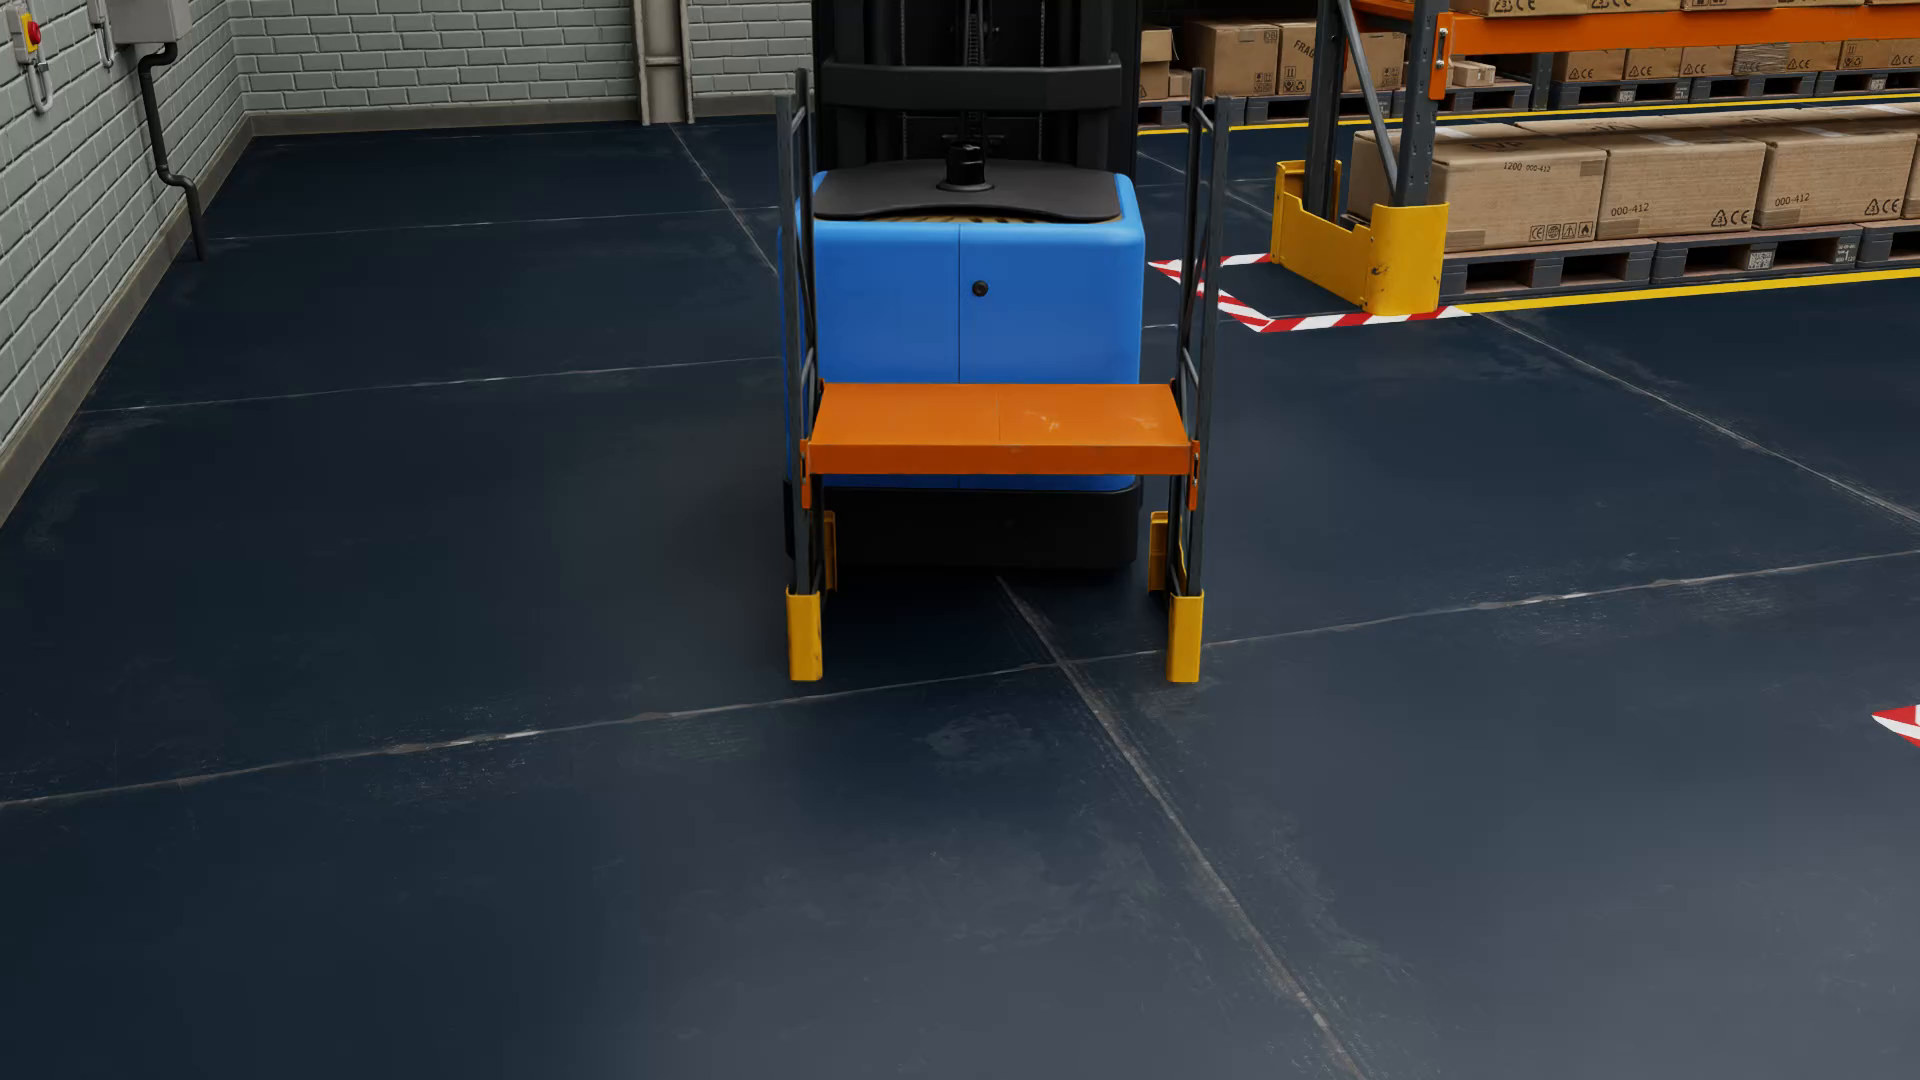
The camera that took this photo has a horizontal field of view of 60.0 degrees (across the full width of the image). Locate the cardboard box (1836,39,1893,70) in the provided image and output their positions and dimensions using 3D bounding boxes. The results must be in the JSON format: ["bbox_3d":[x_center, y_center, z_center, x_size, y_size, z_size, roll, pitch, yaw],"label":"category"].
[{"bbox_3d":[7.463,-4.247,13.982,0.500,0.500,0.500,-7,24,-15],"label":"cardboard box"}]

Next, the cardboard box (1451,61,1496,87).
[{"bbox_3d":[3.989,-3.665,13.070,0.250,0.149,0.380,-7,24,-16],"label":"cardboard box"}]

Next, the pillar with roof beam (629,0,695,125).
[{"bbox_3d":[-1.082,-5.704,7.132,0.400,9.000,9.100,-6,24,-14],"label":"pillar with roof beam"}]

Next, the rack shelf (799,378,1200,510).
[{"bbox_3d":[0.101,-0.263,4.417,1.000,0.185,0.538,0,23,0],"label":"rack shelf"}]

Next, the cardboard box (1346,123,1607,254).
[{"bbox_3d":[2.547,-1.767,8.280,0.875,0.438,0.875,-7,24,-16],"label":"cardboard box"}]

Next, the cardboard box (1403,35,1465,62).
[{"bbox_3d":[3.746,-3.930,13.481,0.500,0.311,0.500,-5,24,-12],"label":"cardboard box"}]

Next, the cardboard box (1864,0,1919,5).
[{"bbox_3d":[4.439,-2.852,7.967,0.500,0.500,0.500,-7,24,-15],"label":"cardboard box"}]

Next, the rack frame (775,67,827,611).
[{"bbox_3d":[-0.407,-0.430,4.349,0.032,1.500,0.500,0,23,0],"label":"rack frame"}]

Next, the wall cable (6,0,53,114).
[{"bbox_3d":[-3.484,-2.515,5.978,0.123,1.953,0.585,-6,24,-14],"label":"wall cable"}]

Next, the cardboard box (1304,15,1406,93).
[{"bbox_3d":[3.042,-3.787,12.910,0.500,0.500,0.700,-7,24,-16],"label":"cardboard box"}]

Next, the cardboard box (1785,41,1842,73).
[{"bbox_3d":[6.960,-4.191,13.850,0.500,0.500,0.500,-5,24,-12],"label":"cardboard box"}]

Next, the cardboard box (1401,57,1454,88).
[{"bbox_3d":[3.645,-3.681,12.959,0.258,0.266,0.396,-5,24,-12],"label":"cardboard box"}]

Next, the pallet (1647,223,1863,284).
[{"bbox_3d":[3.860,-1.605,8.722,1.213,0.211,1.003,-6,24,-14],"label":"pallet"}]

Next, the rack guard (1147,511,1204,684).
[{"bbox_3d":[0.590,0.148,4.588,0.087,0.250,0.587,0,23,0],"label":"rack guard"}]

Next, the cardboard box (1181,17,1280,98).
[{"bbox_3d":[2.042,-3.677,12.652,0.500,0.500,0.700,-5,24,-12],"label":"cardboard box"}]

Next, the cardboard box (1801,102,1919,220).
[{"bbox_3d":[5.157,-2.058,8.960,0.875,0.438,0.875,-7,24,-15],"label":"cardboard box"}]

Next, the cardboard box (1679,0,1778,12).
[{"bbox_3d":[3.453,-2.743,7.711,0.500,0.500,0.500,-6,24,-15],"label":"cardboard box"}]

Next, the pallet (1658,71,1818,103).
[{"bbox_3d":[6.395,-3.904,14.080,1.213,0.211,1.003,-6,24,-14],"label":"pallet"}]

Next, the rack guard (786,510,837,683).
[{"bbox_3d":[-0.406,0.145,4.596,0.087,0.250,0.587,0,23,0],"label":"rack guard"}]

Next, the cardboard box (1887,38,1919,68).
[{"bbox_3d":[7.948,-4.297,14.097,0.500,0.500,0.500,-6,24,-13],"label":"cardboard box"}]

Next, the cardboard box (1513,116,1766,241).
[{"bbox_3d":[3.426,-1.867,8.514,0.875,0.438,0.875,-6,24,-13],"label":"cardboard box"}]

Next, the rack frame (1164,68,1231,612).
[{"bbox_3d":[0.609,-0.426,4.342,0.032,1.500,0.500,0,23,0],"label":"rack frame"}]

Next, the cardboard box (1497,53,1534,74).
[{"bbox_3d":[4.839,-4.162,13.783,0.500,0.500,0.500,-6,24,-15],"label":"cardboard box"}]

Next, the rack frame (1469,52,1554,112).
[{"bbox_3d":[4.446,-4.953,12.989,0.127,3.000,1.000,-6,24,-14],"label":"rack frame"}]

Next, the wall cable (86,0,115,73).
[{"bbox_3d":[-3.878,-3.037,7.236,0.122,1.984,0.588,-6,24,-14],"label":"wall cable"}]

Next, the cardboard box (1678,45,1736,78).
[{"bbox_3d":[5.964,-4.075,13.581,0.500,0.500,0.500,-7,24,-16],"label":"cardboard box"}]

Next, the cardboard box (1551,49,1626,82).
[{"bbox_3d":[4.972,-3.963,13.320,0.500,0.500,0.500,-5,24,-12],"label":"cardboard box"}]

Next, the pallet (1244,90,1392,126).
[{"bbox_3d":[2.607,-3.467,13.063,1.213,0.211,1.003,-6,24,-14],"label":"pallet"}]

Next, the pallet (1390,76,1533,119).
[{"bbox_3d":[3.784,-3.599,13.369,1.213,0.211,1.003,-6,24,-14],"label":"pallet"}]

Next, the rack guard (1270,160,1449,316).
[{"bbox_3d":[1.916,-1.491,8.092,0.348,0.500,1.175,-6,24,-14],"label":"rack guard"}]

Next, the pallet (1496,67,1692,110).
[{"bbox_3d":[5.219,-3.772,13.774,1.213,0.211,1.003,-6,24,-14],"label":"pallet"}]

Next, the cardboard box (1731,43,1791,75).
[{"bbox_3d":[6.465,-4.128,13.704,0.500,0.500,0.500,-7,24,-16],"label":"cardboard box"}]

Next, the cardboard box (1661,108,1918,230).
[{"bbox_3d":[4.295,-1.963,8.737,0.875,0.438,0.875,-7,24,-16],"label":"cardboard box"}]

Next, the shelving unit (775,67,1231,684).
[{"bbox_3d":[0.092,-0.428,4.346,1.083,1.500,0.587,0,23,0],"label":"shelving unit"}]

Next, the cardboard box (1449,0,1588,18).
[{"bbox_3d":[2.479,-2.631,7.450,0.500,0.500,0.500,-7,24,-15],"label":"cardboard box"}]

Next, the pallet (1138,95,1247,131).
[{"bbox_3d":[1.435,-3.339,12.764,1.213,0.211,1.003,-6,24,-14],"label":"pallet"}]

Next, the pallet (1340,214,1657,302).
[{"bbox_3d":[2.688,-1.476,8.423,1.213,0.211,1.003,-6,24,-14],"label":"pallet"}]

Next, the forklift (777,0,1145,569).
[{"bbox_3d":[0.067,-1.799,5.725,1.130,2.935,3.031,1,23,2],"label":"forklift"}]

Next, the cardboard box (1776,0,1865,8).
[{"bbox_3d":[3.930,-2.802,7.850,0.500,0.500,0.500,-6,24,-13],"label":"cardboard box"}]

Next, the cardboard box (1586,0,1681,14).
[{"bbox_3d":[2.958,-2.695,7.601,0.500,0.500,0.500,-7,24,-15],"label":"cardboard box"}]

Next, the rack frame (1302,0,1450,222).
[{"bbox_3d":[1.939,-2.643,7.605,0.127,3.000,1.000,-6,24,-14],"label":"rack frame"}]

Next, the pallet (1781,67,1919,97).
[{"bbox_3d":[7.568,-4.032,14.380,1.213,0.211,1.003,-6,24,-14],"label":"pallet"}]

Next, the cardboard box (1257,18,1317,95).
[{"bbox_3d":[2.578,-3.695,12.695,0.500,0.500,0.500,-6,24,-13],"label":"cardboard box"}]

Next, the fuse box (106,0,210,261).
[{"bbox_3d":[-3.911,-2.254,8.334,0.414,1.711,0.539,-6,24,-14],"label":"fuse box"}]

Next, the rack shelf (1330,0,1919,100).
[{"bbox_3d":[3.864,-2.525,8.243,4.000,0.370,1.077,-6,24,-14],"label":"rack shelf"}]

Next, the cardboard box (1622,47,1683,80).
[{"bbox_3d":[5.482,-4.024,13.461,0.500,0.500,0.500,-7,24,-15],"label":"cardboard box"}]

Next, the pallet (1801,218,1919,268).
[{"bbox_3d":[5.037,-1.736,9.028,1.213,0.211,1.003,-6,24,-14],"label":"pallet"}]

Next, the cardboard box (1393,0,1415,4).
[{"bbox_3d":[2.332,-2.841,7.939,0.500,0.500,0.500,-6,24,-14],"label":"cardboard box"}]

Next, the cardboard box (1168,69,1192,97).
[{"bbox_3d":[1.628,-3.469,12.614,0.250,0.149,0.380,-7,24,-16],"label":"cardboard box"}]

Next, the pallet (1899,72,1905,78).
[{"bbox_3d":[9.100,-4.170,14.702,1.213,0.211,1.003,-6,24,-14],"label":"pallet"}]

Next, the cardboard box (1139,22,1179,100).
[{"bbox_3d":[1.209,-3.602,12.473,0.637,0.503,0.797,-7,24,-16],"label":"cardboard box"}]
